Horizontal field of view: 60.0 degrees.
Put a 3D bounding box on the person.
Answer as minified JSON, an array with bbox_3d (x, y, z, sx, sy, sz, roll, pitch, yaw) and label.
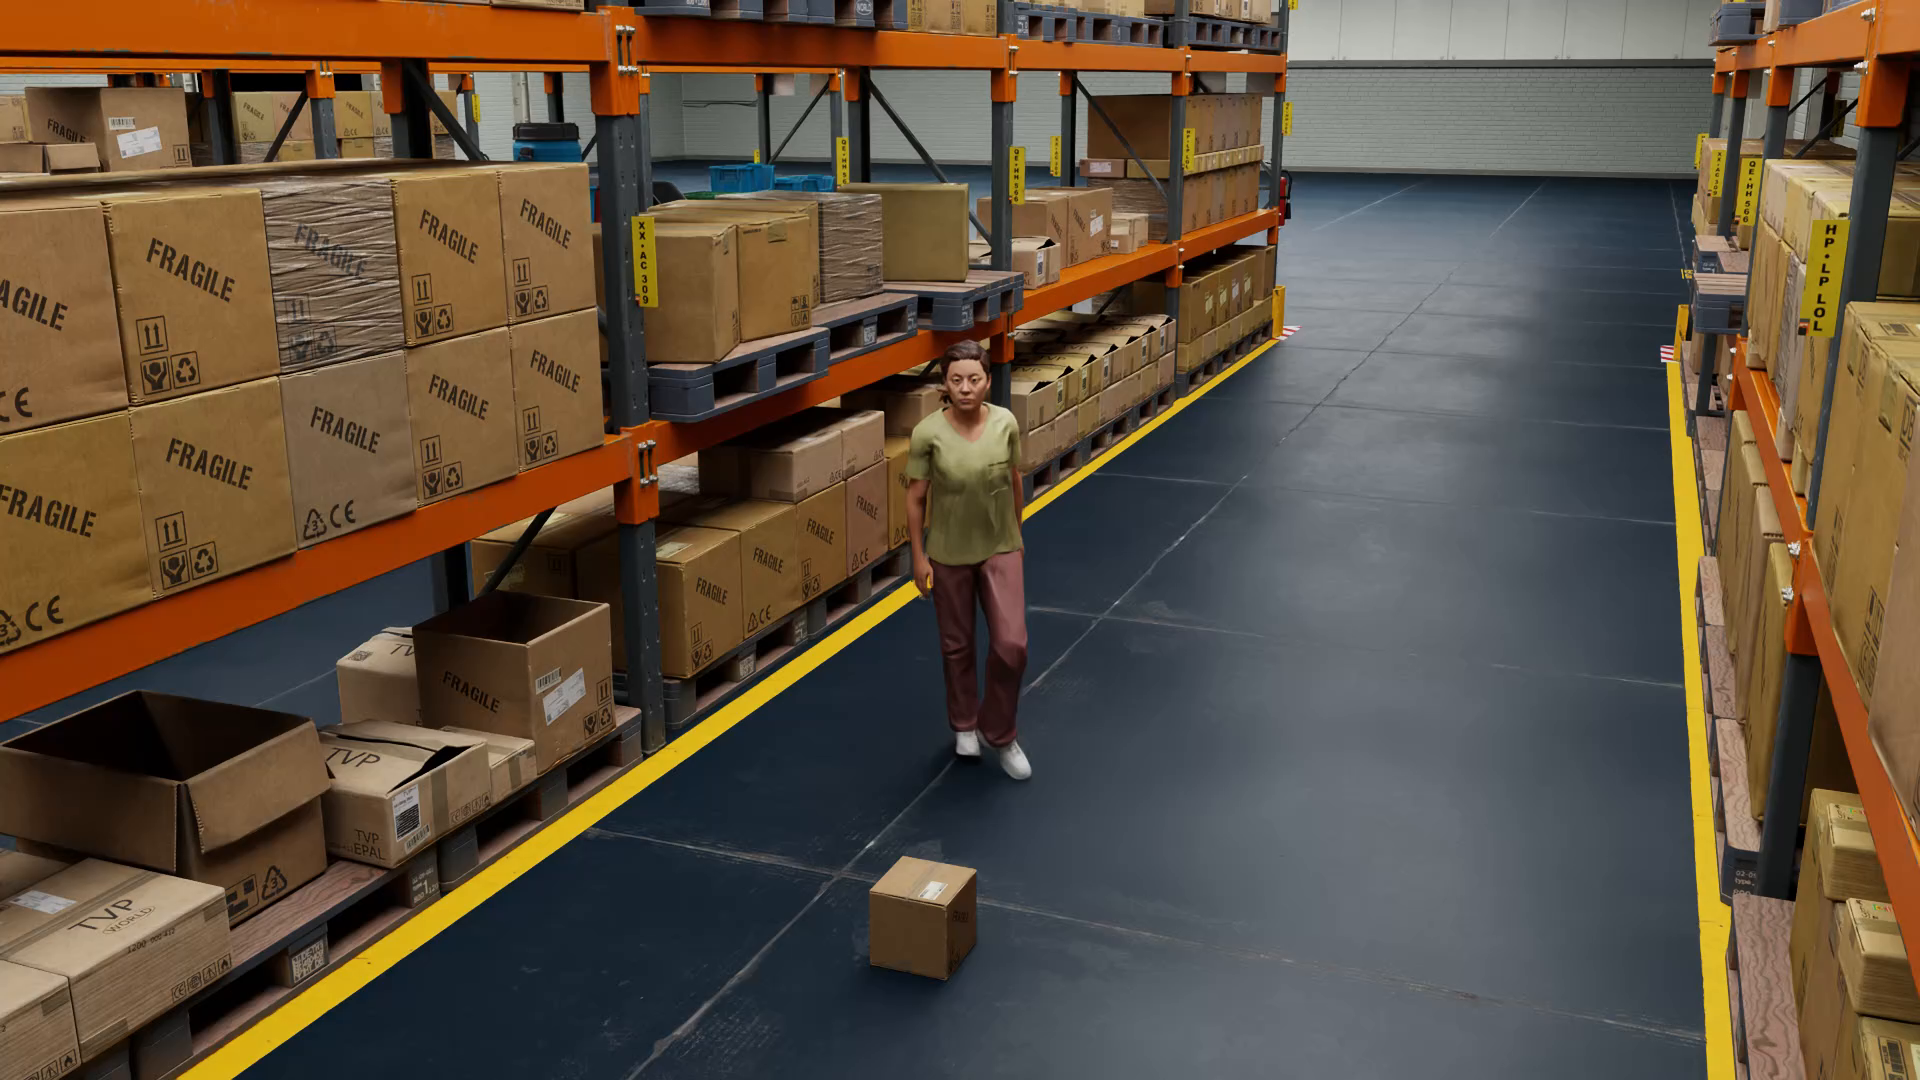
[{"bbox_3d":[0.026,0.068,6.270,0.472,1.673,0.534,-2,16,-6],"label":"person"}]
